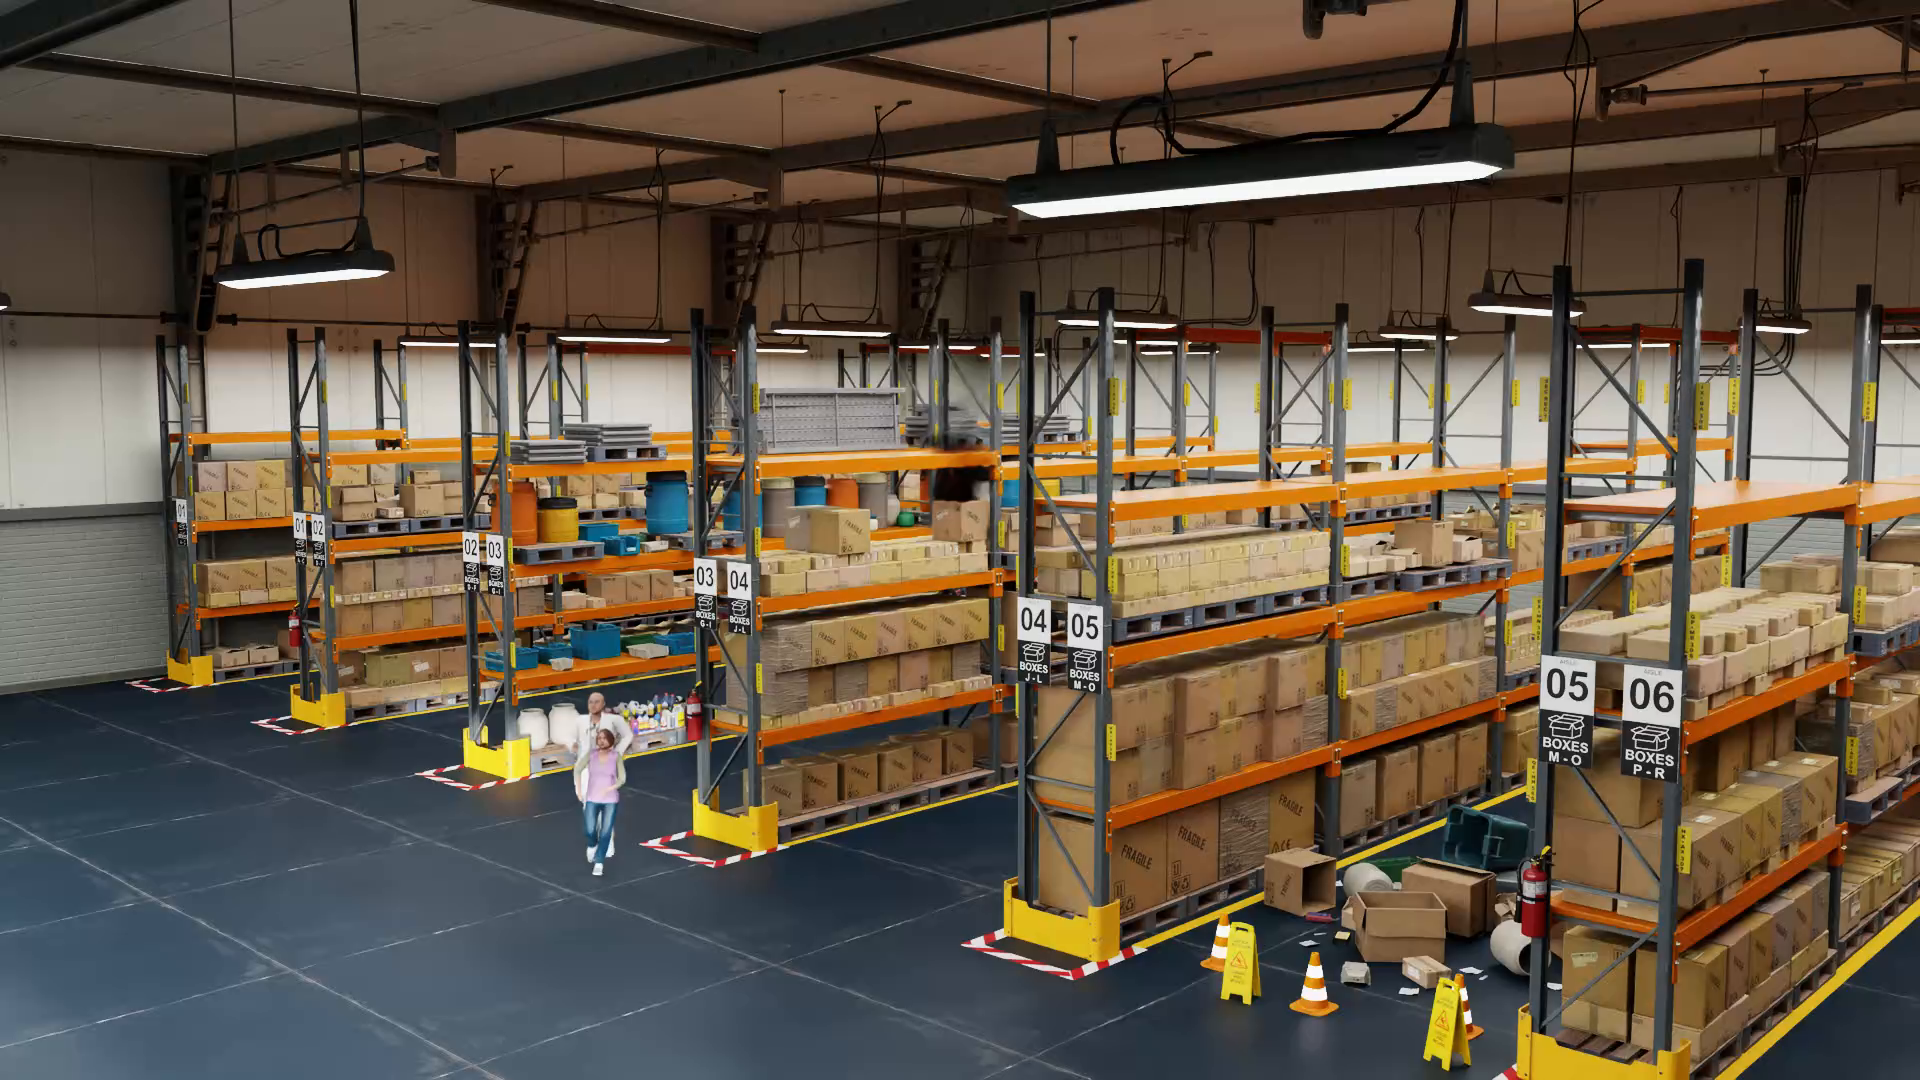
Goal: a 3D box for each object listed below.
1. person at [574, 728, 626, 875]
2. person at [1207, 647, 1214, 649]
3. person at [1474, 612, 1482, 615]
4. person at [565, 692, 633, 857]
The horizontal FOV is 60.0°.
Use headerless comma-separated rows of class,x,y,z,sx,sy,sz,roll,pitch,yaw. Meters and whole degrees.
person,-3.788,2.757,17.513,0.547,1.546,0.488,-1,5,-10
person,3.308,2.247,22.308,0.579,1.729,0.764,4,7,35
person,7.790,1.955,24.991,0.564,1.749,0.653,-5,7,-44
person,-3.989,2.585,18.260,0.716,1.827,0.700,0,5,1
